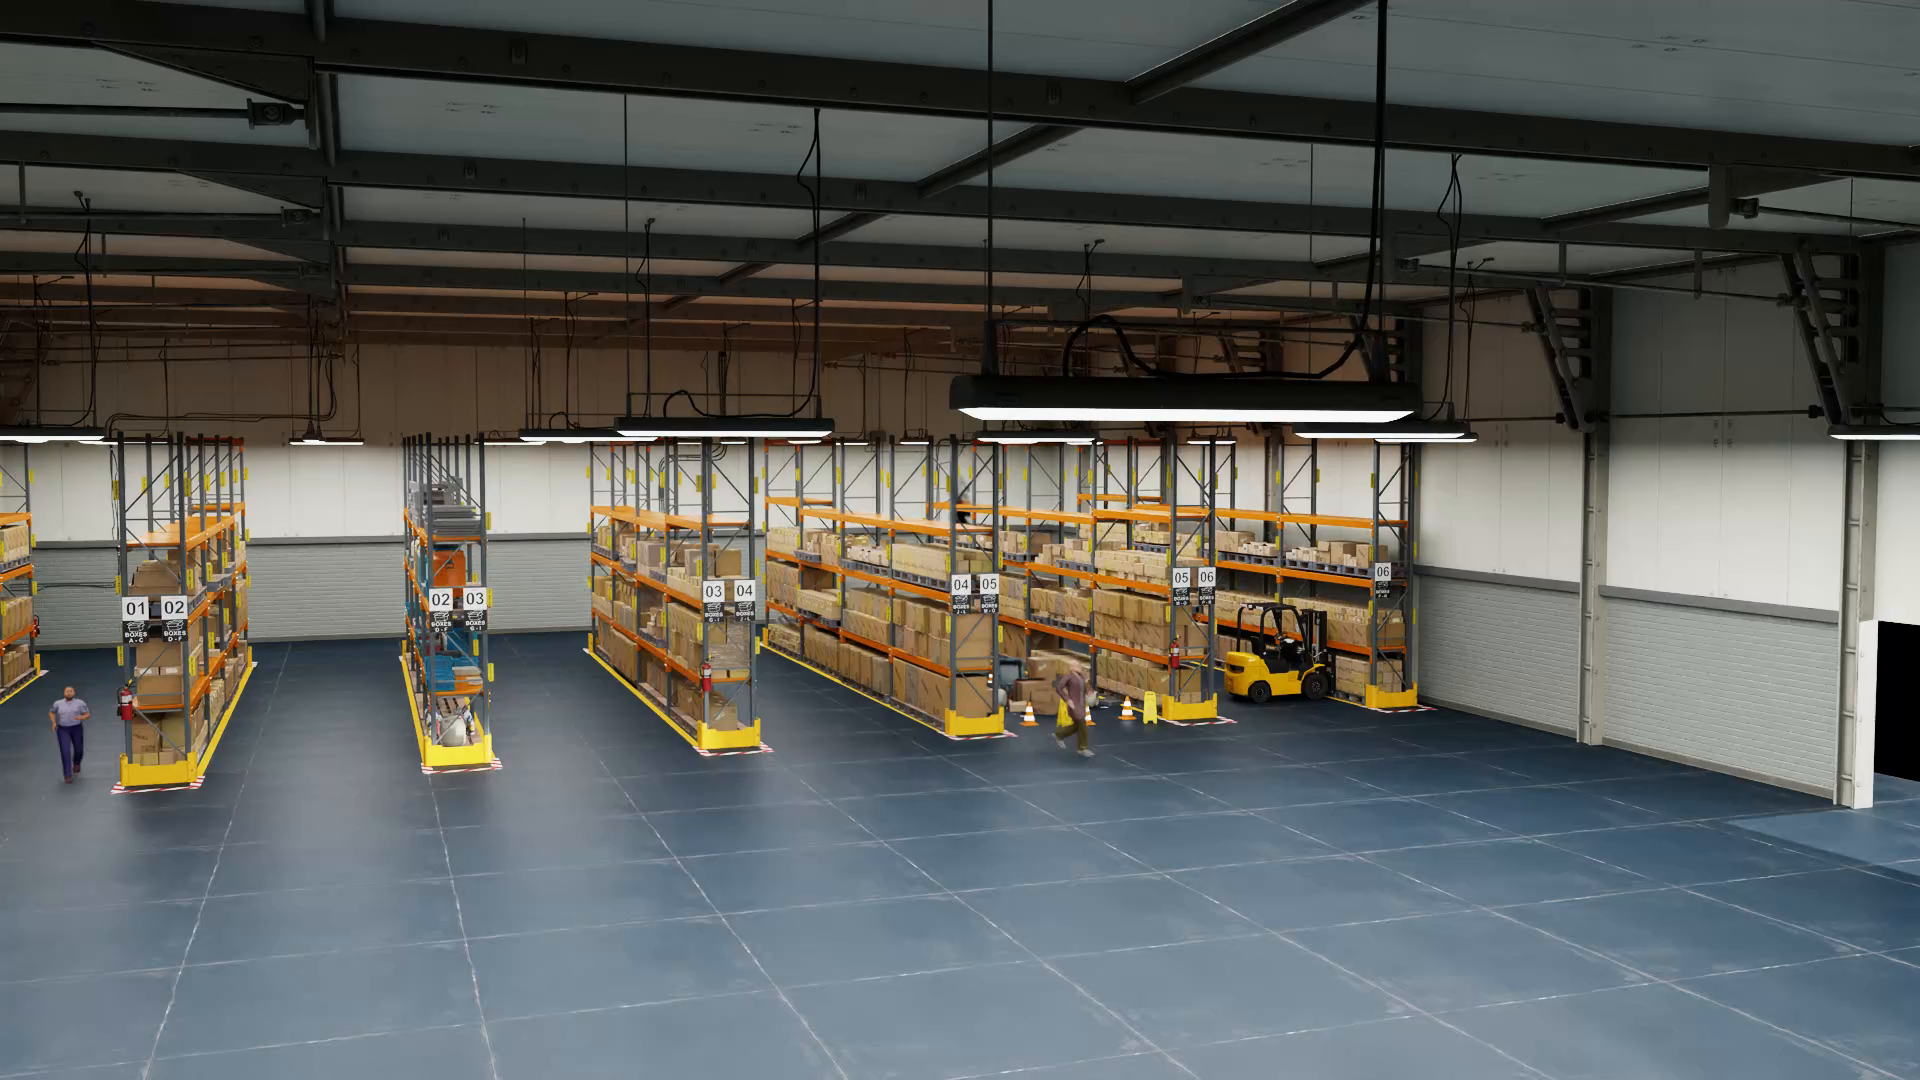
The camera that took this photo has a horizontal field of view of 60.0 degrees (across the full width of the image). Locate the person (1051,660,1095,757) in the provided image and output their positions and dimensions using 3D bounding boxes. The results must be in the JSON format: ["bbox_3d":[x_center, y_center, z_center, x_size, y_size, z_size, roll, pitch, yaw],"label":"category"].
[{"bbox_3d":[2.126,3.121,31.067,0.923,1.783,0.699,2,4,34],"label":"person"}]

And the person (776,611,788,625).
[{"bbox_3d":[-5.357,2.117,49.814,0.963,1.713,0.689,1,3,14],"label":"person"}]

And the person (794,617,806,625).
[{"bbox_3d":[-4.759,2.119,49.741,0.680,1.749,0.639,-2,4,-29],"label":"person"}]

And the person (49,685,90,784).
[{"bbox_3d":[-15.288,3.308,28.570,0.614,1.624,0.886,-2,4,-32],"label":"person"}]
